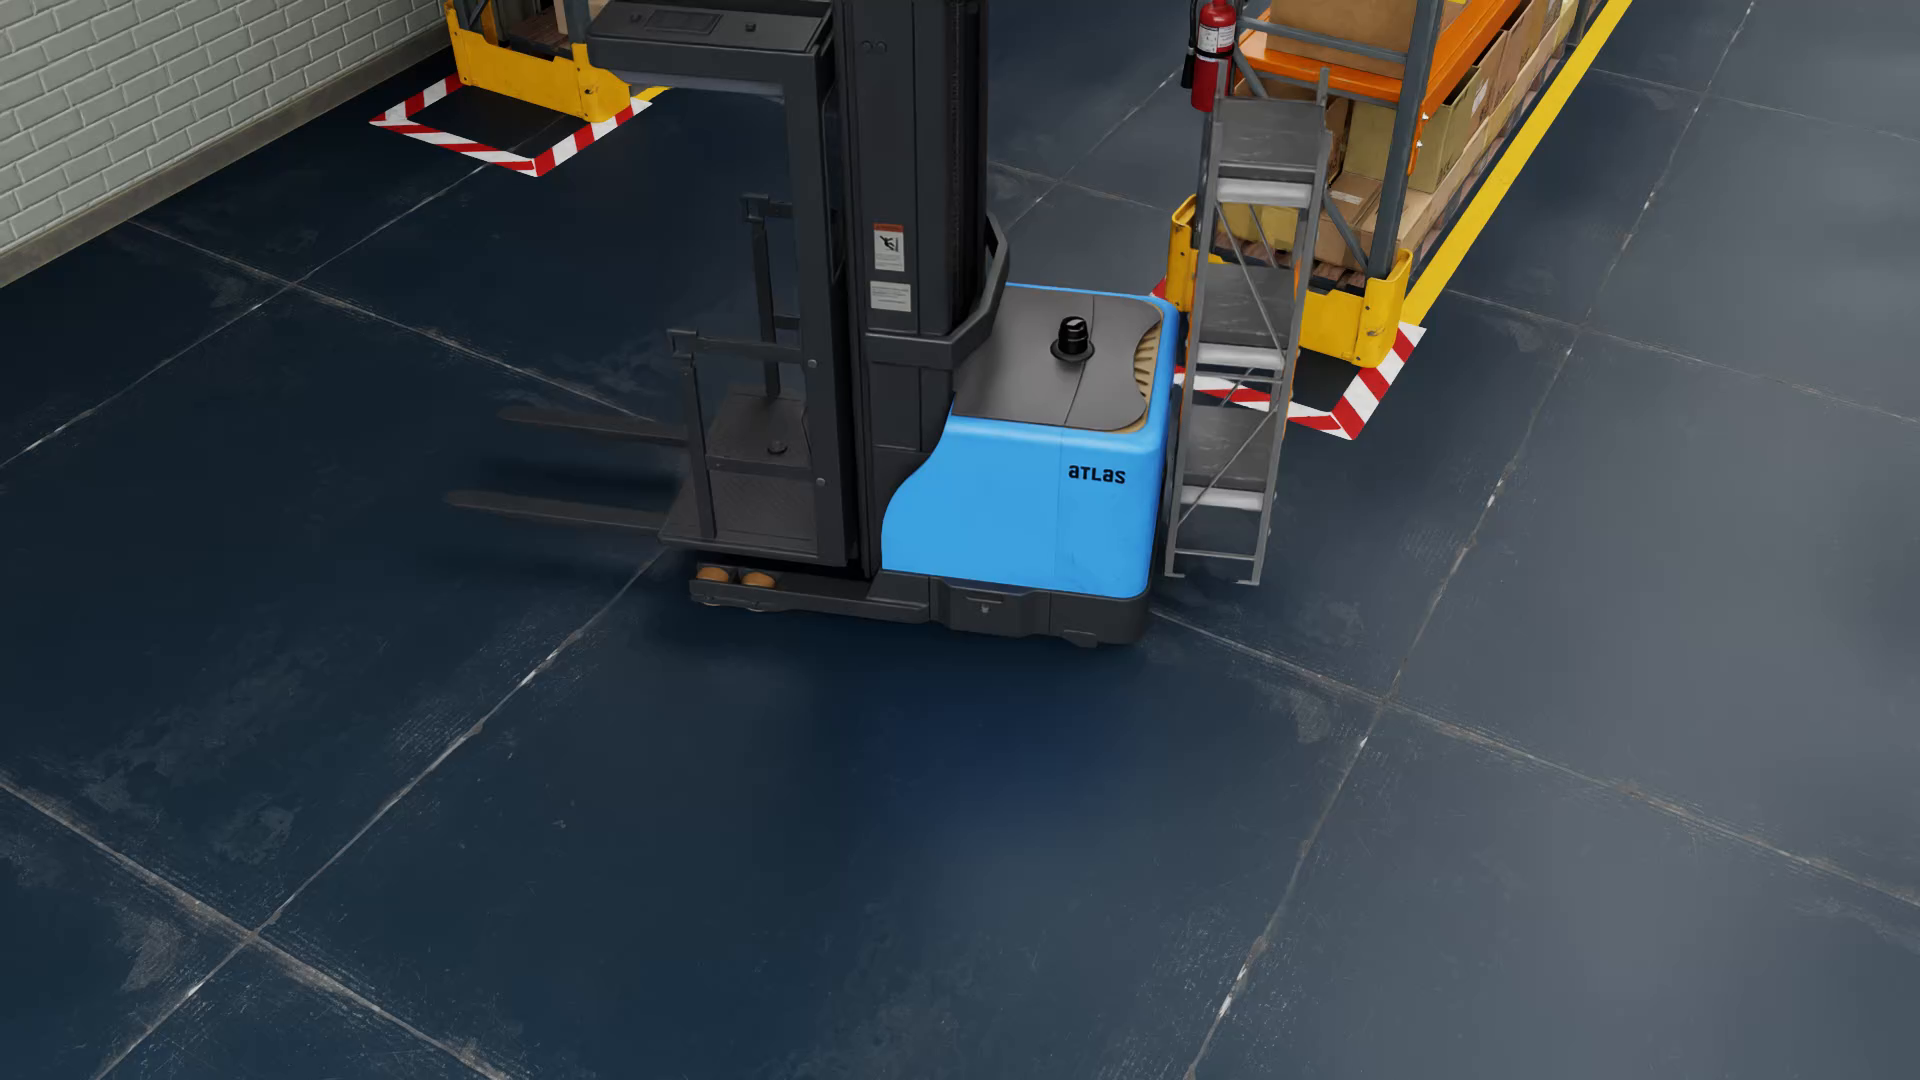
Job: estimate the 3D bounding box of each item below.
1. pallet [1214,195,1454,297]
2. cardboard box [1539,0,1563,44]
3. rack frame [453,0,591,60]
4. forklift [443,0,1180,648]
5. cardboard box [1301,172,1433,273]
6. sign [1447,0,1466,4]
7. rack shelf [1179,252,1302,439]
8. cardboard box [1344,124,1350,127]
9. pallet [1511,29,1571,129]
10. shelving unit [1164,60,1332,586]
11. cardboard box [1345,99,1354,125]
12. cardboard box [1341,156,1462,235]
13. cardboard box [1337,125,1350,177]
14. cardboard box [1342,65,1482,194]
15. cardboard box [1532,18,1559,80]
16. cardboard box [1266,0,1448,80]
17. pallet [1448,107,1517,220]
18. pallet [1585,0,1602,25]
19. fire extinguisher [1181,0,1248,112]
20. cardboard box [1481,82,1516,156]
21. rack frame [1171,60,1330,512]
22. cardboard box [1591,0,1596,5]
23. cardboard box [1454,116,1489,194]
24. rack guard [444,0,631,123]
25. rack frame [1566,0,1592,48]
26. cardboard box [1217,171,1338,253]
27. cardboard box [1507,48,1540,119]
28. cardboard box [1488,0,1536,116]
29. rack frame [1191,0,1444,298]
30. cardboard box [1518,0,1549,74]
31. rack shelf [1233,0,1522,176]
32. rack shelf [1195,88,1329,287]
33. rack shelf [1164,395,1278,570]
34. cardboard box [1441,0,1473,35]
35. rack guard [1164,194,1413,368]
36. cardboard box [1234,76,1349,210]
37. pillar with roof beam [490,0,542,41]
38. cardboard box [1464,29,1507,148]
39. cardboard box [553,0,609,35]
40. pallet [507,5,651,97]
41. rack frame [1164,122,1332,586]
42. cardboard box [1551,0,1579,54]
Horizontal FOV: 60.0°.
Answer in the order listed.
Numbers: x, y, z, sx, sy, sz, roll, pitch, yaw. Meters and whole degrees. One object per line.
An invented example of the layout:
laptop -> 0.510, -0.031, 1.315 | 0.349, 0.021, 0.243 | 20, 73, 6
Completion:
pallet -> 1.987, -1.669, 8.985 | 1.003, 0.211, 1.213 | 21, 45, 22
cardboard box -> 3.339, -3.340, 9.968 | 0.500, 0.500, 0.500 | 21, 45, 22
rack frame -> -2.650, -3.900, 9.409 | 1.000, 3.000, 0.127 | 21, 45, 22
forklift -> -0.664, -1.137, 6.324 | 3.031, 2.935, 1.130 | 7, 42, 8
cardboard box -> 2.102, -1.623, 8.586 | 0.500, 0.250, 0.500 | 21, 45, 22
sign -> 2.118, -2.432, 7.027 | 0.100, 0.325, 0.005 | 21, 45, 22
rack shelf -> 1.104, -0.768, 6.554 | 0.431, 0.518, 0.480 | 6, 42, 7
cardboard box -> 2.142, -2.371, 9.435 | 0.500, 0.250, 0.500 | 21, 45, 22
pallet -> 3.208, -3.065, 10.571 | 1.003, 0.211, 1.213 | 21, 45, 22
shelving unit -> 1.104, -0.778, 6.545 | 0.431, 2.100, 0.503 | 6, 42, 7
cardboard box -> 2.139, -2.653, 9.189 | 0.500, 0.500, 0.500 | 21, 45, 22
cardboard box -> 2.349, -1.910, 8.912 | 0.500, 0.250, 0.500 | 21, 45, 22
cardboard box -> 1.893, -2.084, 9.110 | 0.500, 0.250, 0.500 | 21, 45, 22
cardboard box -> 2.350, -2.191, 8.664 | 0.500, 0.500, 0.500 | 21, 45, 22
cardboard box -> 3.341, -3.058, 10.216 | 0.500, 0.250, 0.500 | 21, 45, 22
cardboard box -> 1.885, -2.564, 7.817 | 0.700, 0.500, 0.500 | 21, 45, 22
pallet -> 2.599, -2.364, 9.775 | 1.003, 0.211, 1.213 | 21, 45, 22
pallet -> 3.977, -3.941, 11.565 | 1.003, 0.211, 1.213 | 21, 45, 22
fire extinguisher -> 1.179, -2.321, 7.674 | 0.296, 0.674, 0.183 | 21, 45, 22
cardboard box -> 2.854, -2.481, 9.560 | 0.500, 0.250, 0.500 | 21, 45, 22
rack frame -> 1.141, -0.937, 6.726 | 0.400, 2.100, 0.015 | 6, 42, 7
cardboard box -> 4.059, -3.827, 11.089 | 0.500, 0.250, 0.500 | 20, 45, 21
cardboard box -> 2.599, -2.196, 9.237 | 0.500, 0.250, 0.500 | 21, 45, 22
rack guard -> -2.612, -3.005, 10.285 | 1.175, 0.500, 0.348 | 21, 45, 22
rack frame -> 3.642, -4.553, 10.150 | 1.000, 3.000, 0.127 | 21, 45, 22
cardboard box -> 1.653, -1.794, 8.781 | 0.500, 0.250, 0.500 | 21, 45, 22
cardboard box -> 3.103, -2.767, 9.885 | 0.500, 0.250, 0.500 | 21, 45, 22
cardboard box -> 2.855, -2.762, 9.312 | 0.500, 0.500, 0.500 | 21, 45, 22
rack frame -> 1.641, -2.264, 7.551 | 1.000, 3.000, 0.127 | 21, 45, 22
cardboard box -> 3.092, -3.053, 9.642 | 0.500, 0.500, 0.500 | 21, 45, 22
rack shelf -> 2.642, -3.138, 9.088 | 1.077, 0.370, 4.000 | 21, 45, 22
rack shelf -> 1.104, -1.293, 6.091 | 0.431, 0.518, 0.480 | 6, 42, 7
rack shelf -> 1.104, -0.242, 7.016 | 0.431, 0.518, 0.480 | 6, 42, 7
cardboard box -> 2.144, -2.866, 8.160 | 0.700, 0.500, 0.500 | 22, 46, 23
rack guard -> 1.629, -1.312, 8.362 | 1.175, 0.500, 0.348 | 21, 45, 22
cardboard box -> 1.651, -2.076, 8.534 | 0.500, 0.500, 0.500 | 21, 45, 22
pillar with roof beam -> 0.679, -5.414, 6.589 | 9.100, 9.000, 0.400 | 21, 45, 22
cardboard box -> 2.589, -2.481, 8.994 | 0.500, 0.500, 0.500 | 21, 45, 22
cardboard box -> -2.226, -3.422, 10.568 | 0.500, 0.311, 0.500 | 16, 44, 17
pallet -> -2.175, -3.350, 10.895 | 1.003, 0.211, 1.213 | 21, 45, 22
rack frame -> 1.066, -0.619, 6.364 | 0.400, 2.100, 0.015 | 6, 42, 7
cardboard box -> 3.600, -3.341, 10.537 | 0.500, 0.250, 0.500 | 21, 45, 22
